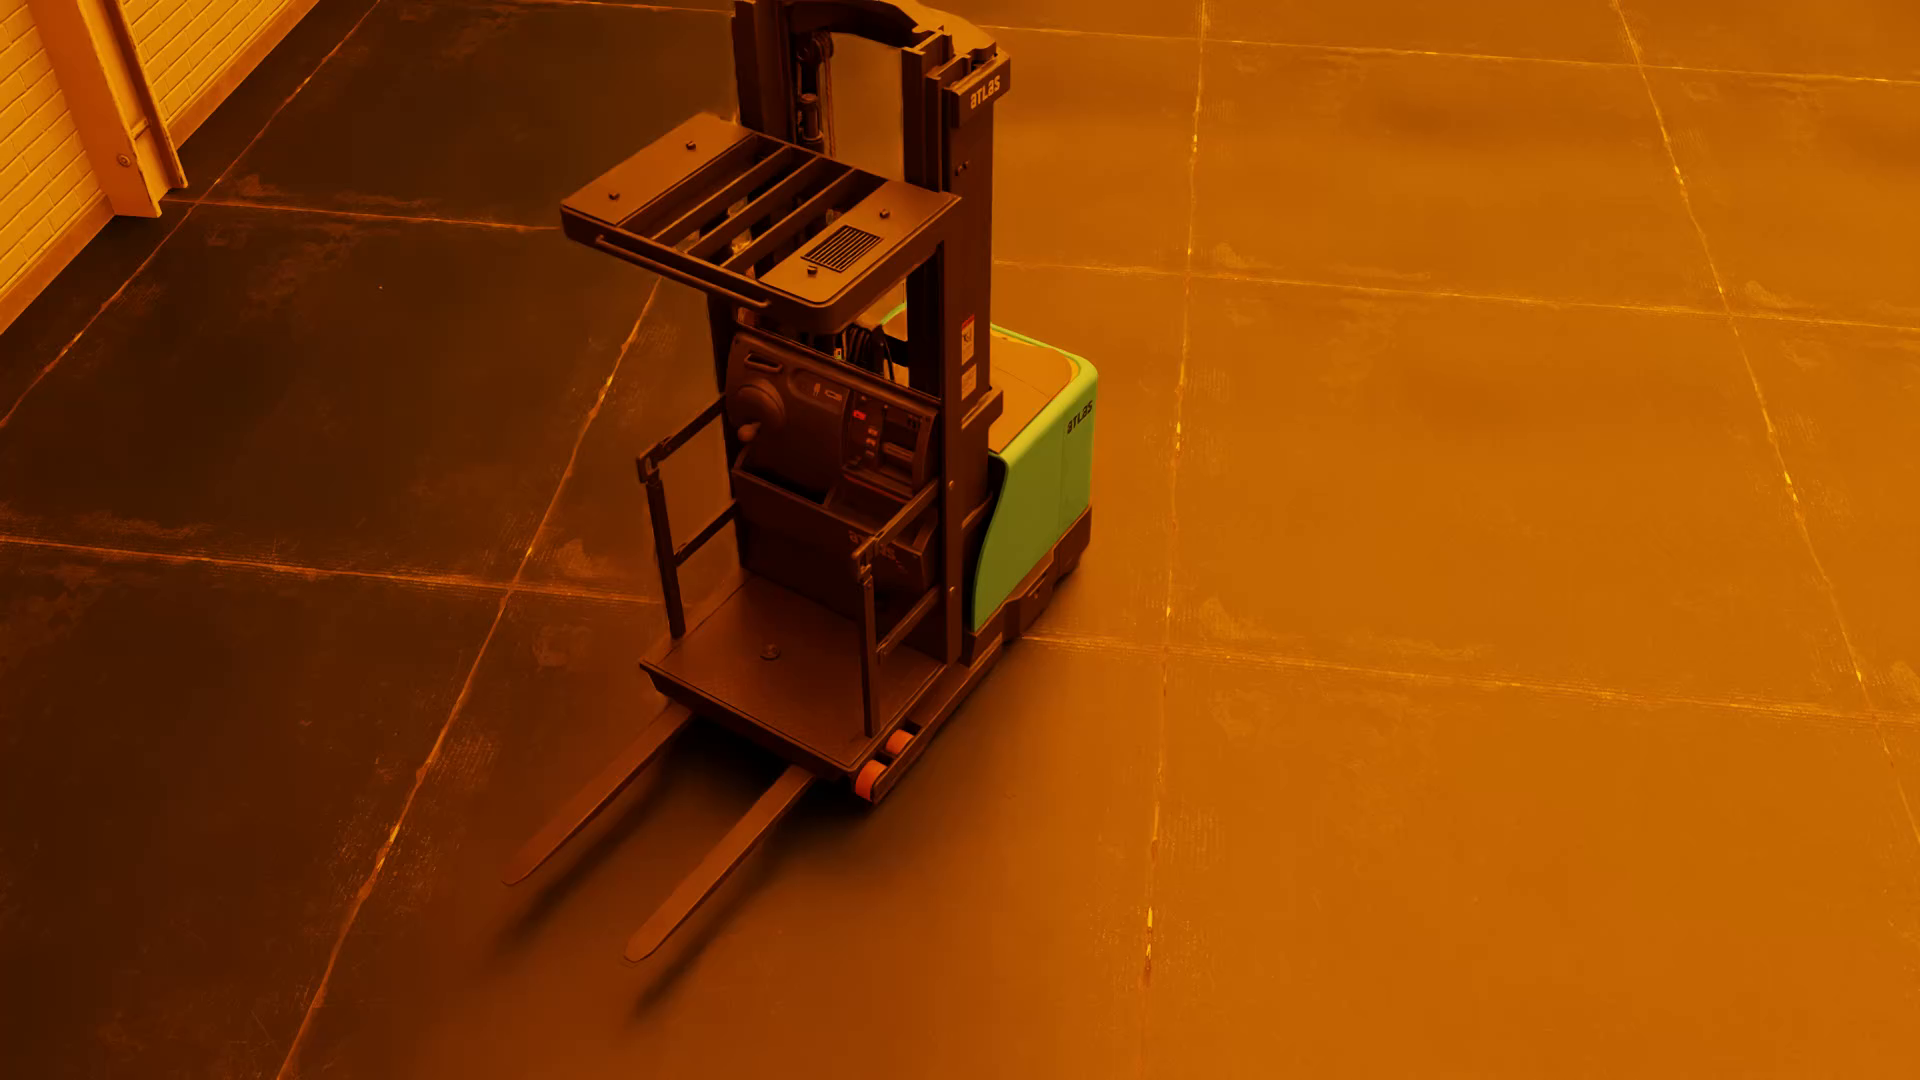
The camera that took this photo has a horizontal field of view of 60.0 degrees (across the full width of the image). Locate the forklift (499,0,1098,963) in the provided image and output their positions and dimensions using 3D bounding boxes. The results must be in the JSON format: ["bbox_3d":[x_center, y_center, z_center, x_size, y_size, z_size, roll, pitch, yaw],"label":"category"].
[{"bbox_3d":[-0.615,-0.390,6.148,1.130,2.935,3.031,24,48,24],"label":"forklift"}]

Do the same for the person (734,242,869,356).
[{"bbox_3d":[-0.766,-0.966,7.832,0.721,1.600,0.518,20,46,21],"label":"person"}]
